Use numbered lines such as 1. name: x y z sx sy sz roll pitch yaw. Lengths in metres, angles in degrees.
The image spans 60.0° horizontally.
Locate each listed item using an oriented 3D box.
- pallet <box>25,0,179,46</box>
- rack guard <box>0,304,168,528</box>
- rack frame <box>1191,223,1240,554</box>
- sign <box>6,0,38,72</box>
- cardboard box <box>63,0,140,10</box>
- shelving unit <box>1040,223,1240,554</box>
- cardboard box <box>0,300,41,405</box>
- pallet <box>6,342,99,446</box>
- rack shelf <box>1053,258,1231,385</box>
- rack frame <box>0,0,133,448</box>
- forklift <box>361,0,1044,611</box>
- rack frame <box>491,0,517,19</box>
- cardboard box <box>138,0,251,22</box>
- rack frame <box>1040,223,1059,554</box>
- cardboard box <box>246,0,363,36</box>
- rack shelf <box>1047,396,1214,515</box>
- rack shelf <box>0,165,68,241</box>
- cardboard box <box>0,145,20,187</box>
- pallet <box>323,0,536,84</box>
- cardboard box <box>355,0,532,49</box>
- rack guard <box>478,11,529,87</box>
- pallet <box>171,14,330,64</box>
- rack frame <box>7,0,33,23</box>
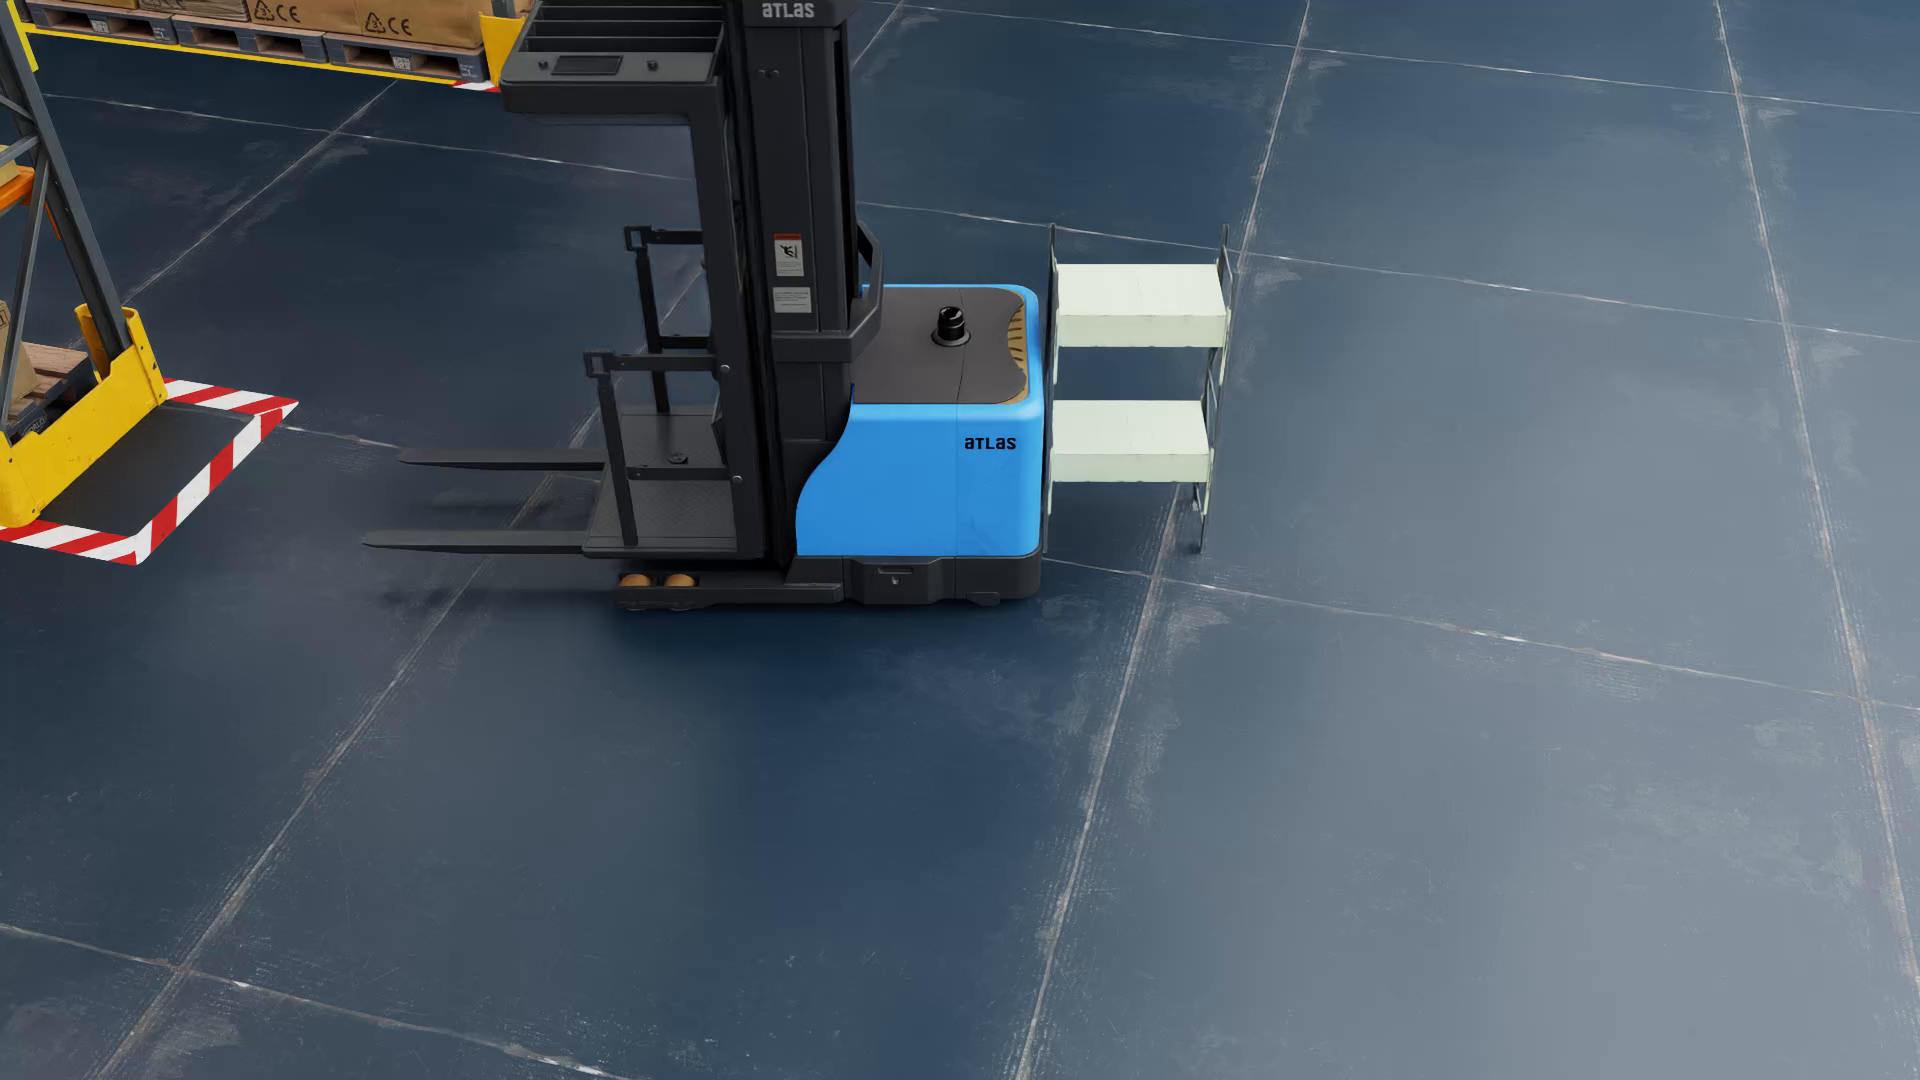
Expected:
1. pallet: -6.126 -4.061 12.446 1.213 0.211 1.003 10 41 11
2. rack guard: -4.429 -0.630 8.136 0.348 0.500 1.175 10 41 11
3. rack frame: 1.123 -0.637 7.366 0.023 1.500 0.400 0 40 0
4. sign: -4.216 -2.243 7.440 0.005 0.325 0.100 10 41 11
5. cardboard box: -6.251 -4.503 12.129 0.875 0.875 0.875 10 41 12
6. shelving unit: 0.757 -0.638 7.368 0.755 1.500 0.431 0 40 0
7. cardboard box: -4.955 -0.892 8.121 0.500 0.500 0.500 17 43 19
8. pallet: -5.205 -0.676 8.415 1.213 0.211 1.003 10 41 11
9. rack shelf: 0.757 -0.937 7.117 0.720 0.370 0.431 0 40 0
10. rack frame: -4.356 -1.574 7.317 0.127 3.000 1.000 10 41 11
11. forklift: -1.155 -1.148 6.862 3.031 2.935 1.130 0 40 0
12. rack frame: -2.976 -4.639 10.966 0.127 3.000 1.000 10 41 11
13. cardboard box: -5.379 -4.356 11.954 0.875 0.875 0.875 10 41 12
14. rack frame: 0.391 -0.639 7.369 0.023 1.500 0.400 0 40 0
15. cardboard box: -4.499 -4.203 11.772 0.875 0.875 0.875 9 41 11
16. rack shelf: 0.757 -0.388 7.577 0.720 0.370 0.431 0 40 0
17. rack shelf: -6.288 -1.631 7.944 4.000 0.370 1.077 10 41 11
18. cardboard box: -4.570 -1.674 7.630 0.250 0.149 0.380 10 41 11
19. pallet: -3.769 -3.655 11.963 1.213 0.211 1.003 10 41 11
20. cardboard box: -3.649 -4.058 11.599 0.875 0.875 0.875 10 41 12
21. rack guard: -2.953 -3.678 11.765 0.348 0.500 1.175 10 41 11
22. pallet: -4.944 -3.859 12.206 1.213 0.211 1.003 10 41 11
23. rack frame: -6.840 -5.304 11.757 0.127 3.000 1.000 10 41 11
